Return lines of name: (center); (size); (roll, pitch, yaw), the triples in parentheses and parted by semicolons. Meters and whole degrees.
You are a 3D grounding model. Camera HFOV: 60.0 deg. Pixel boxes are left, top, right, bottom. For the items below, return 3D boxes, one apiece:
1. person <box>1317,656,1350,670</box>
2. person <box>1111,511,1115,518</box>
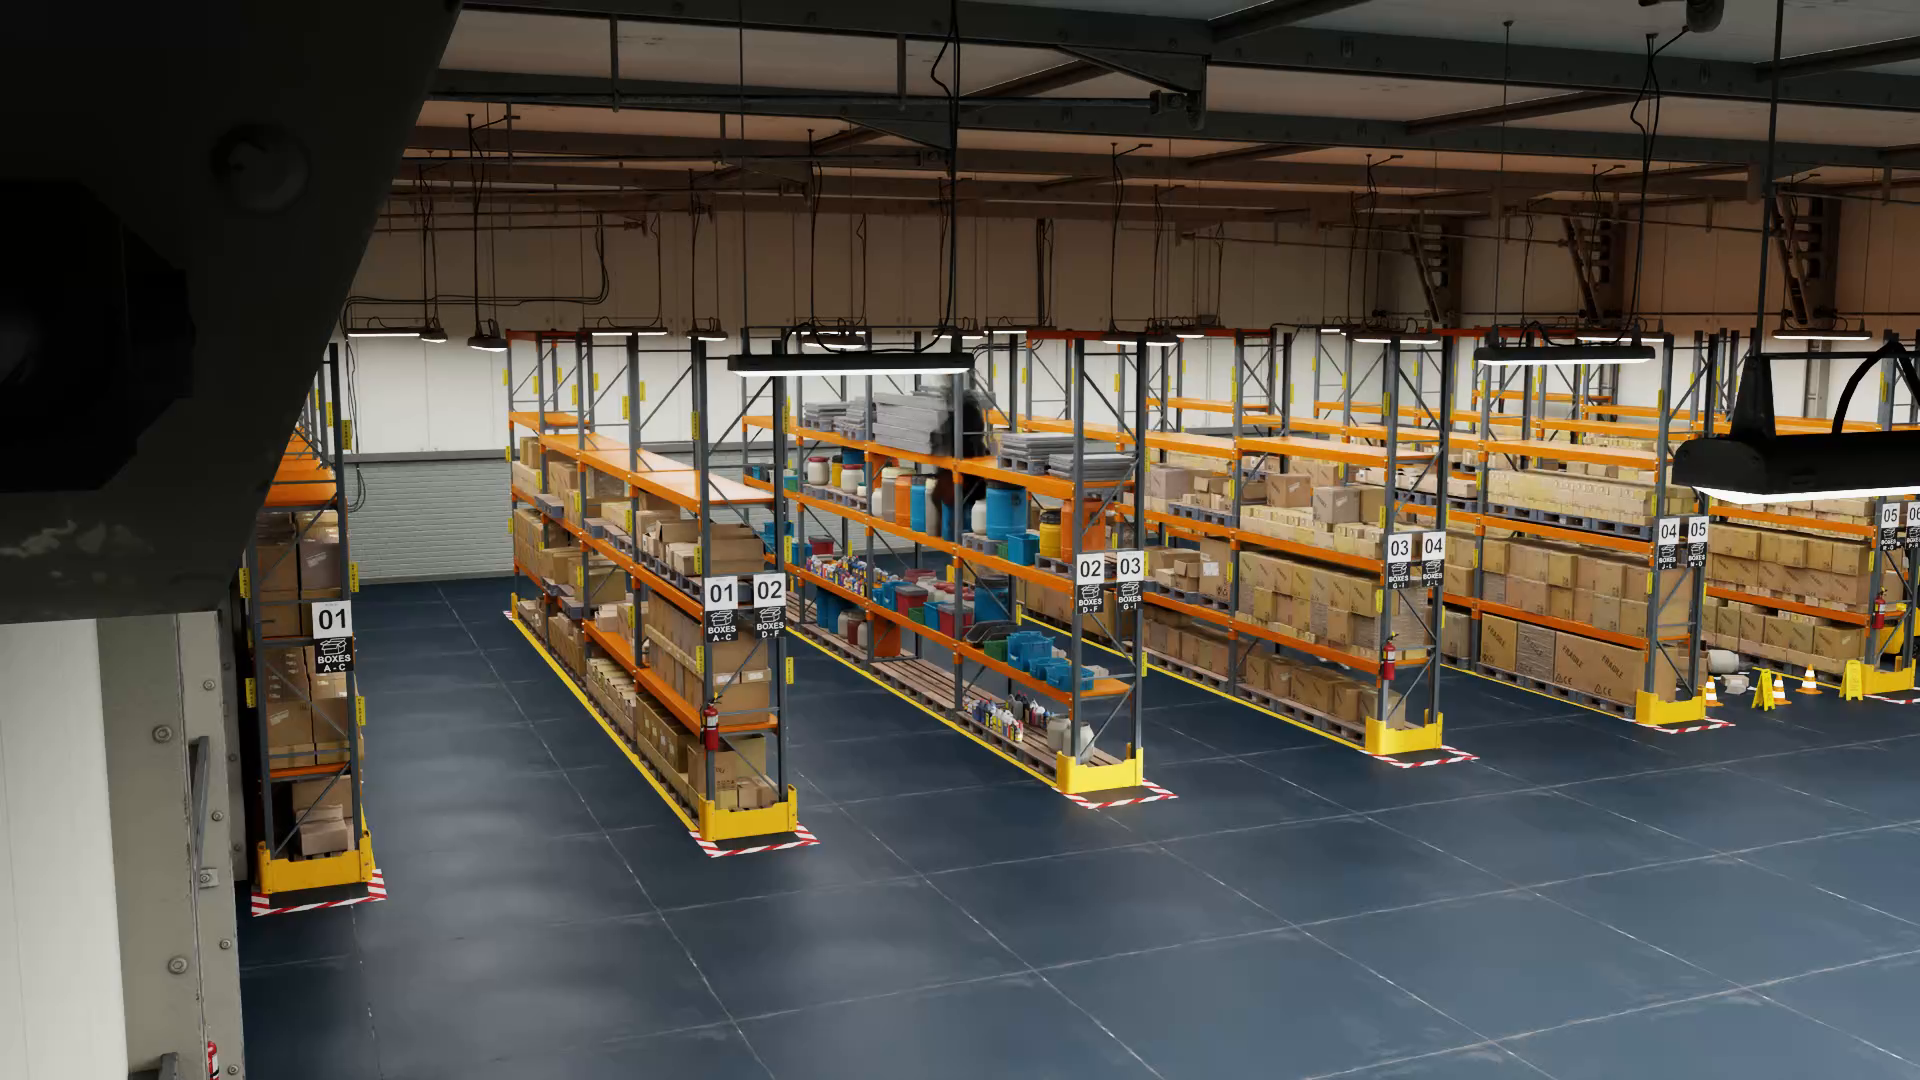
person: (6.721, 1.457, 29.859); (0.587, 1.700, 0.836); (-6, 10, -37)
person: (3.628, 0.146, 39.375); (0.722, 1.711, 0.559); (-2, 8, -12)
